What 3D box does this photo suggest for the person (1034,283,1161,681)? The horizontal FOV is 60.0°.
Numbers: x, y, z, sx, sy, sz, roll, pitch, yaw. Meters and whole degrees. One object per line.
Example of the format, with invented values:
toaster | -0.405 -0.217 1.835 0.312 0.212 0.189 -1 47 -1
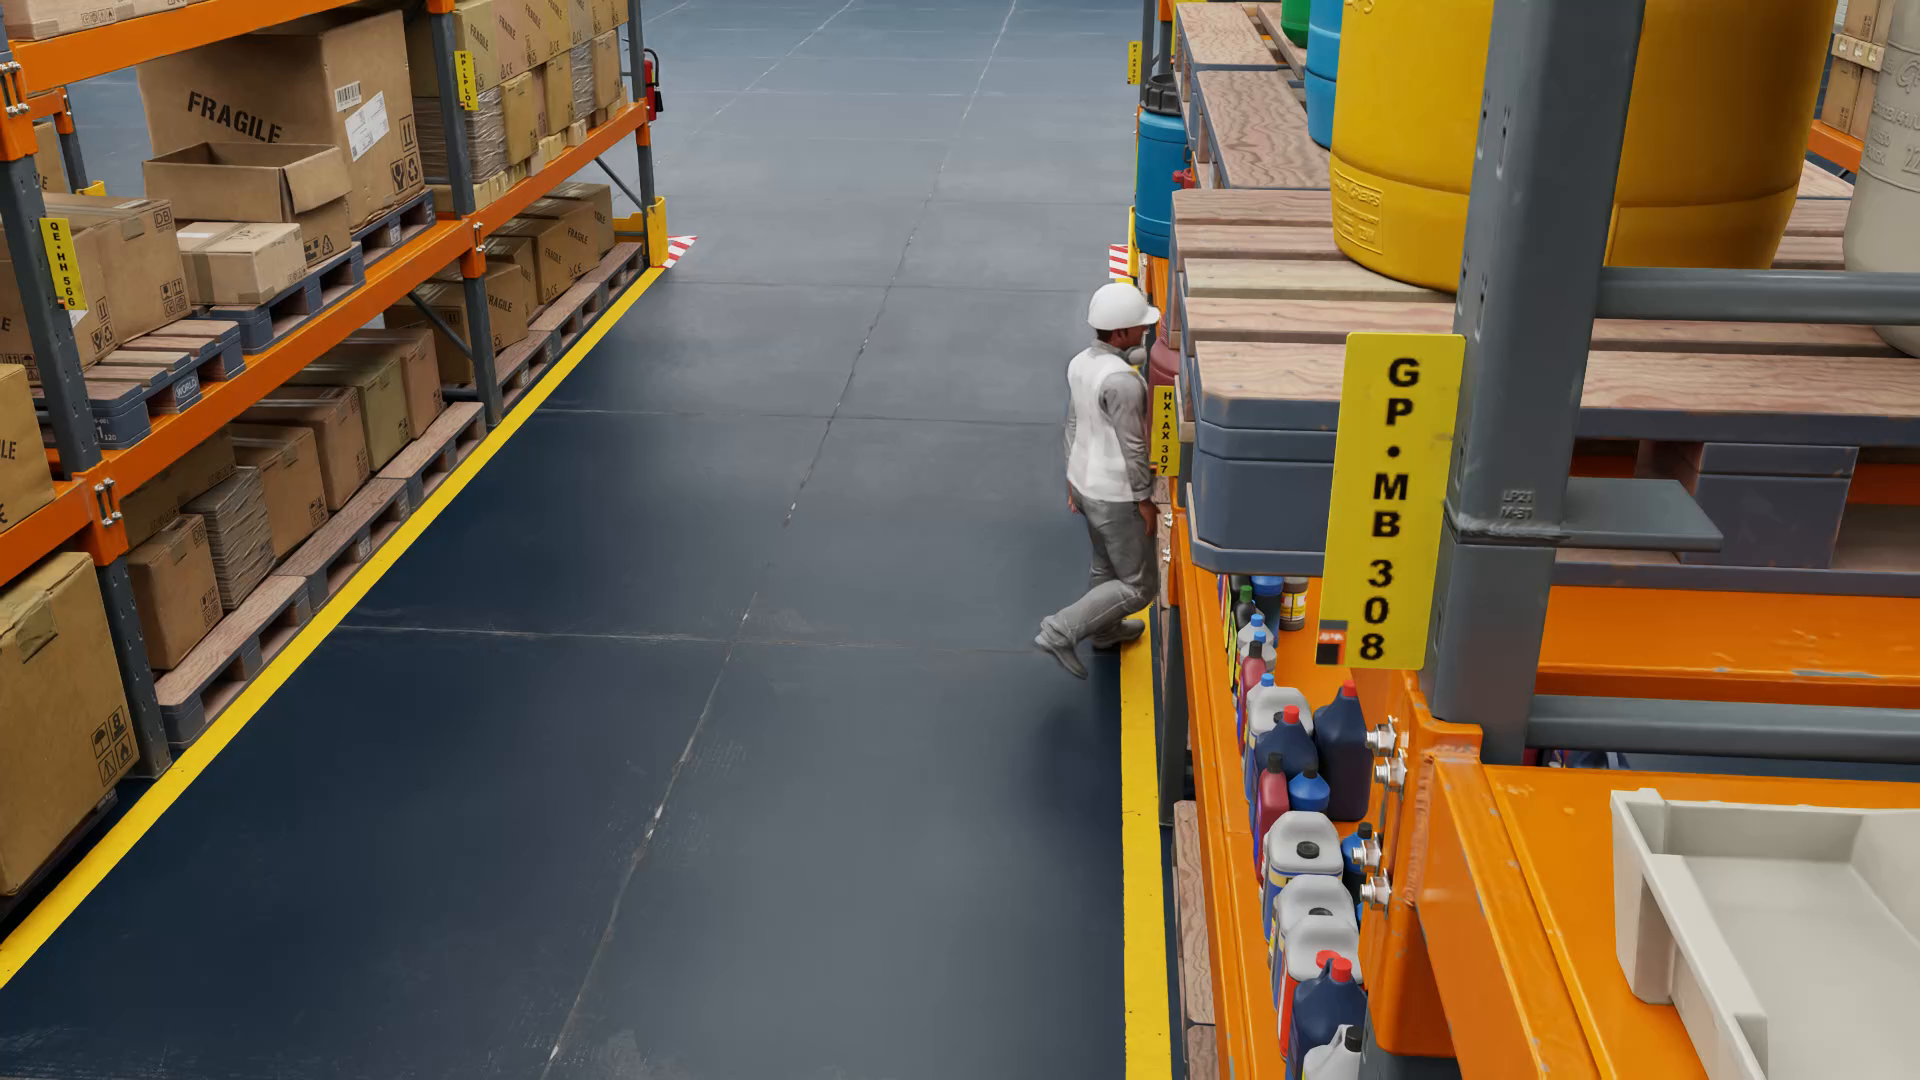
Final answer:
person | 0.602 -0.239 7.067 0.656 1.763 0.622 -6 25 -12
